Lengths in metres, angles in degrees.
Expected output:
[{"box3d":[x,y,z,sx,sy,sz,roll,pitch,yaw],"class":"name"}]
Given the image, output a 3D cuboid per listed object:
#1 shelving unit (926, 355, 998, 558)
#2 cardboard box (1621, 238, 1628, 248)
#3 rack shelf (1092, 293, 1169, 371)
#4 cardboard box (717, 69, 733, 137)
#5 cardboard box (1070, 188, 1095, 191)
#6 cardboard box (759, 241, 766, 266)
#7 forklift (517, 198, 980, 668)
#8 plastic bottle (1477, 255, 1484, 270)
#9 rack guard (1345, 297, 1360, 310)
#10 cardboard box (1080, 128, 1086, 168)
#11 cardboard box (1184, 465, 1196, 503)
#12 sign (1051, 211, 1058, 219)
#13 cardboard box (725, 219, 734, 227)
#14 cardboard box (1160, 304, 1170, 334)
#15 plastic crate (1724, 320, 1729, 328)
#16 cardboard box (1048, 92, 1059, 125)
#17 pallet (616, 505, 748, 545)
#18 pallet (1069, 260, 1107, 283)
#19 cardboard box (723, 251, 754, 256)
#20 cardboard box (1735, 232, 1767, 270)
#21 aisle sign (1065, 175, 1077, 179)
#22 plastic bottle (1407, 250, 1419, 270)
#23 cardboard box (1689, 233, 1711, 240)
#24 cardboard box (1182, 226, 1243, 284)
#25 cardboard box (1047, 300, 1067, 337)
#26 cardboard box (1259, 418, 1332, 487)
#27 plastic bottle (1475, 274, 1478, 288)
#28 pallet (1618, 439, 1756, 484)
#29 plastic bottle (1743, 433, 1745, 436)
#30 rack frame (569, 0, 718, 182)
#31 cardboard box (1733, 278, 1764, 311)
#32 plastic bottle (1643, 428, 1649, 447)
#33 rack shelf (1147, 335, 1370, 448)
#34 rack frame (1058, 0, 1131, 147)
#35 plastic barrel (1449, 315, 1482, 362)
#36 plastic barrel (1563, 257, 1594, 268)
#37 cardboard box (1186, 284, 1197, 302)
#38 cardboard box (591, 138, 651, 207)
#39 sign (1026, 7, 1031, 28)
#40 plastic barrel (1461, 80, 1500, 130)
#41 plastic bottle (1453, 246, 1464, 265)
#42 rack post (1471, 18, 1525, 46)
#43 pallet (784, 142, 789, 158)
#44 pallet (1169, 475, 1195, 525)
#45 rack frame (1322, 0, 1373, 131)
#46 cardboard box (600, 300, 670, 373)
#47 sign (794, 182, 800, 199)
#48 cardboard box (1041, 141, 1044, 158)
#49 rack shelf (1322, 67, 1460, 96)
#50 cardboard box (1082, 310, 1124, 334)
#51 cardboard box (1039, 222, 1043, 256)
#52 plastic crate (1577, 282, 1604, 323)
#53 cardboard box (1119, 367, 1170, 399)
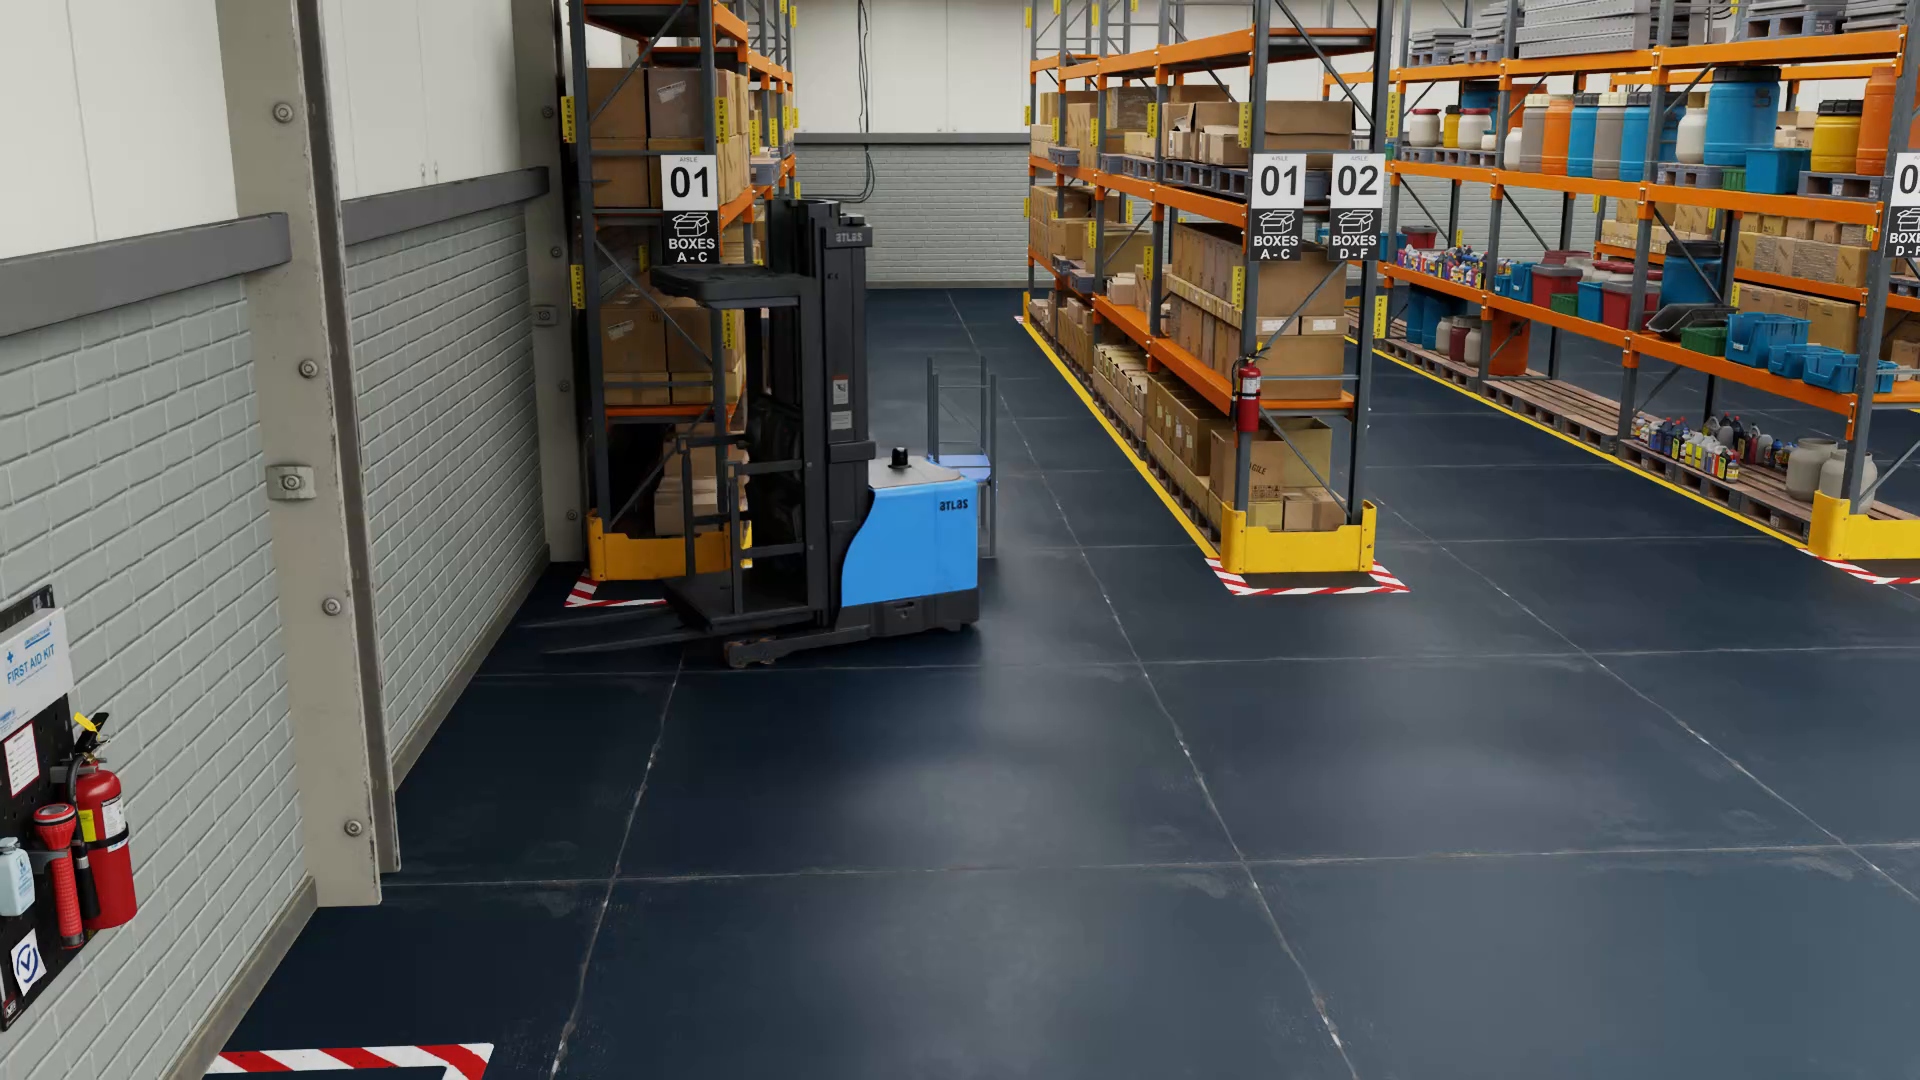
[{"box3d":[0.005,-0.705,13.757,0.538,1.500,1.048,-1,14,-3],"class":"shelving unit"},{"box3d":[11.306,-4.971,27.832,0.380,0.149,0.250,-1,14,-4],"class":"cardboard box"},{"box3d":[2.294,-2.391,18.744,1.077,0.370,4.000,-1,14,-3],"class":"rack shelf"},{"box3d":[-2.040,-3.390,12.915,0.500,0.500,0.500,-1,14,-4],"class":"cardboard box"},{"box3d":[2.046,-5.398,26.780,0.500,0.500,0.500,0,14,-2],"class":"cardboard box"},{"box3d":[-2.548,-3.486,20.719,0.500,0.500,0.500,0,14,-2],"class":"cardboard box"},{"box3d":[-1.418,-0.737,11.009,3.031,2.935,1.130,-7,16,-25],"class":"forklift"},{"box3d":[7.290,-3.847,23.206,0.152,0.276,0.135,-1,14,-3],"class":"plastic bottle"},{"box3d":[6.604,-4.097,28.948,1.175,0.500,0.348,-1,14,-3],"class":"rack guard"},{"box3d":[2.046,-5.102,21.616,0.910,0.500,0.500,-1,14,-3],"class":"cardboard box"},{"box3d":[2.262,-0.496,14.611,0.500,0.250,0.500,-1,14,-3],"class":"cardboard box"},{"box3d":[1.381,-4.641,24.306,0.100,0.325,0.005,-1,14,-3],"class":"sign"},{"box3d":[-3.060,-3.834,20.564,0.500,0.250,0.500,0,14,-2],"class":"cardboard box"},{"box3d":[2.344,-2.291,17.213,0.500,0.250,0.500,0,14,0],"class":"cardboard box"},{"box3d":[7.702,-1.975,15.980,0.499,0.251,0.616,-1,14,-3],"class":"plastic crate"},{"box3d":[1.745,-6.710,25.860,0.700,0.500,0.500,-1,14,-3],"class":"cardboard box"},{"box3d":[-2.298,-0.041,13.762,1.003,0.211,1.213,-1,14,-3],"class":"pallet"},{"box3d":[2.045,-3.628,22.491,1.003,0.211,1.213,-1,14,-3],"class":"pallet"},{"box3d":[-2.623,-2.856,18.022,0.700,0.500,0.500,1,14,4],"class":"cardboard box"},{"box3d":[11.621,-4.189,24.087,0.500,0.500,0.500,-1,14,-3],"class":"cardboard box"},{"box3d":[1.976,-6.507,28.081,0.394,0.787,0.004,-1,14,-3],"class":"aisle sign"},{"box3d":[6.538,-4.035,23.939,0.152,0.276,0.135,-1,14,-3],"class":"plastic bottle"},{"box3d":[11.521,-4.561,25.437,0.500,0.250,0.500,-1,14,-4],"class":"cardboard box"},{"box3d":[2.485,-2.683,15.630,0.700,0.500,0.500,-1,14,-4],"class":"cardboard box"},{"box3d":[1.604,-3.372,25.244,0.500,0.500,0.500,-1,14,-3],"class":"cardboard box"},{"box3d":[2.822,-0.743,14.066,0.500,0.500,0.500,-1,14,-3],"class":"cardboard box"},{"box3d":[6.675,-3.339,21.384,0.097,0.201,0.097,0,14,0],"class":"plastic bottle"},{"box3d":[7.362,-0.800,16.710,1.003,0.211,1.213,-1,14,-3],"class":"pallet"},{"box3d":[7.753,-0.972,16.353,0.061,0.283,0.133,0,14,0],"class":"plastic bottle"},{"box3d":[-2.278,-4.075,11.806,1.000,3.000,0.127,-1,14,-3],"class":"rack frame"},{"box3d":[11.870,-3.399,24.640,1.225,0.875,0.875,-1,14,-3],"class":"cardboard box"},{"box3d":[6.957,-1.039,16.778,0.097,0.201,0.097,0,14,0],"class":"plastic bottle"},{"box3d":[2.542,-1.396,14.877,1.077,0.370,4.000,-1,14,-3],"class":"rack shelf"},{"box3d":[1.923,-7.137,23.706,1.000,3.000,0.127,-1,14,-3],"class":"rack frame"},{"box3d":[6.997,-2.750,22.693,0.600,0.588,0.708,-1,14,-3],"class":"plastic barrel"},{"box3d":[7.391,-3.114,19.885,0.421,0.512,0.421,0,14,0],"class":"plastic barrel"},{"box3d":[2.306,-2.281,15.369,0.380,0.149,0.250,-1,14,-5],"class":"cardboard box"},{"box3d":[-2.556,-2.781,12.553,0.500,0.500,0.500,0,14,1],"class":"cardboard box"},{"box3d":[1.133,-8.614,27.414,0.100,0.325,0.005,-1,14,-3],"class":"sign"},{"box3d":[7.125,-5.784,22.618,0.600,0.901,0.708,-1,14,-3],"class":"plastic barrel"},{"box3d":[7.118,-4.012,23.697,0.144,0.351,0.185,-1,14,-3],"class":"plastic bottle"},{"box3d":[7.029,-6.361,20.841,0.954,0.300,0.937,-1,14,-3],"class":"rack post"},{"box3d":[-3.062,-5.768,24.582,1.003,0.211,1.213,-1,14,-3],"class":"pallet"},{"box3d":[2.504,-0.389,15.115,1.003,0.211,1.213,-1,14,-3],"class":"pallet"},{"box3d":[6.619,-8.207,27.866,1.000,3.000,0.127,-1,14,-3],"class":"rack frame"},{"box3d":[-2.519,-1.584,12.919,0.500,0.500,0.500,-1,14,-4],"class":"cardboard box"},{"box3d":[-2.727,-5.830,27.865,0.100,0.325,0.005,-1,14,-3],"class":"sign"},{"box3d":[1.541,-6.102,26.003,0.500,0.250,0.500,-1,14,-3],"class":"cardboard box"},{"box3d":[6.743,-7.168,26.072,1.077,0.370,4.000,-1,14,-3],"class":"rack shelf"},{"box3d":[1.870,-2.846,21.695,0.500,0.250,0.500,0,14,-1],"class":"cardboard box"},{"box3d":[1.534,-4.783,26.396,0.500,0.500,0.500,-1,14,-3],"class":"cardboard box"},{"box3d":[6.983,-2.579,18.064,0.392,0.384,0.575,-1,14,-3],"class":"plastic crate"},{"box3d":[2.040,-1.735,18.301,0.500,0.311,0.500,-1,14,-4],"class":"cardboard box"}]
